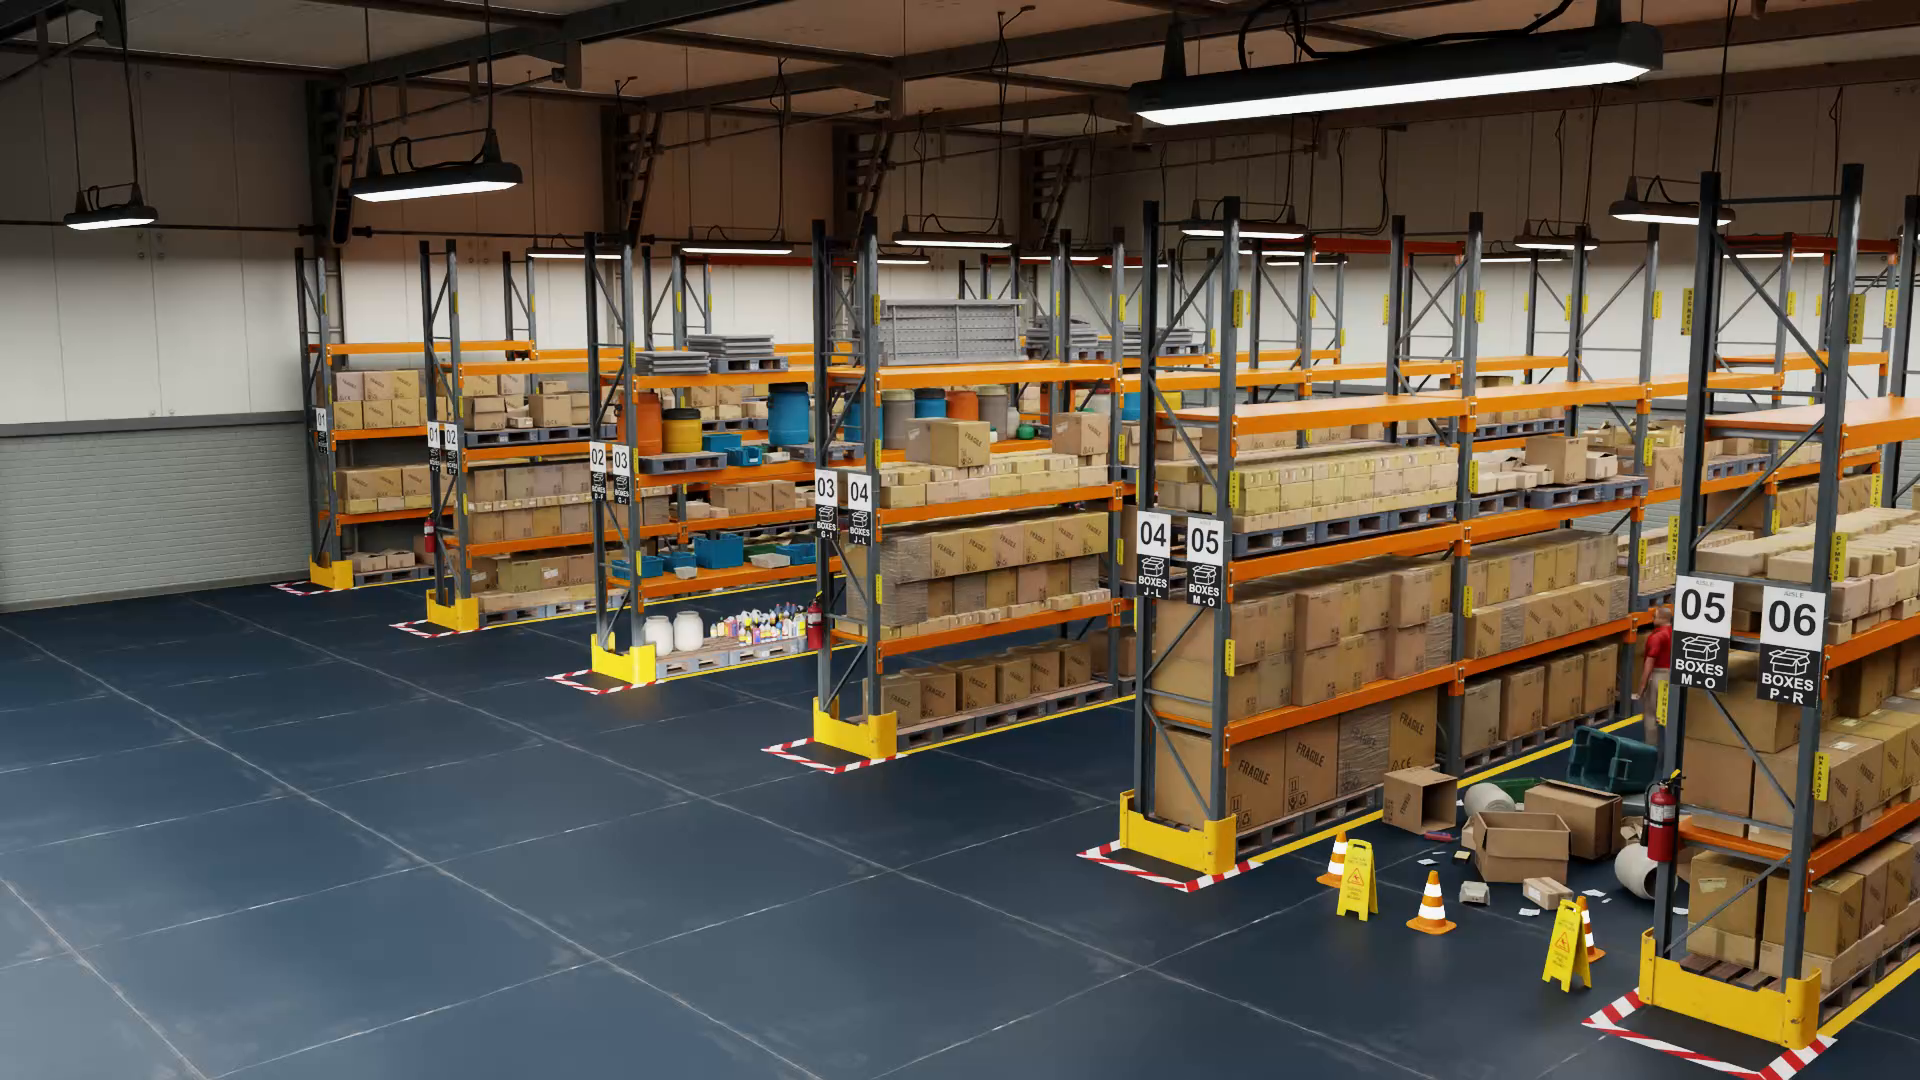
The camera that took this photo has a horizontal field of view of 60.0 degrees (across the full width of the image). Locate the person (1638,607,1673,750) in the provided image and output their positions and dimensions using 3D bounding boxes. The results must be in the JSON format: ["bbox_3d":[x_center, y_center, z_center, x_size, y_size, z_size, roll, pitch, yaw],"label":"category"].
[{"bbox_3d":[7.846,1.598,18.590,0.589,1.724,0.456,0,8,-3],"label":"person"}]
